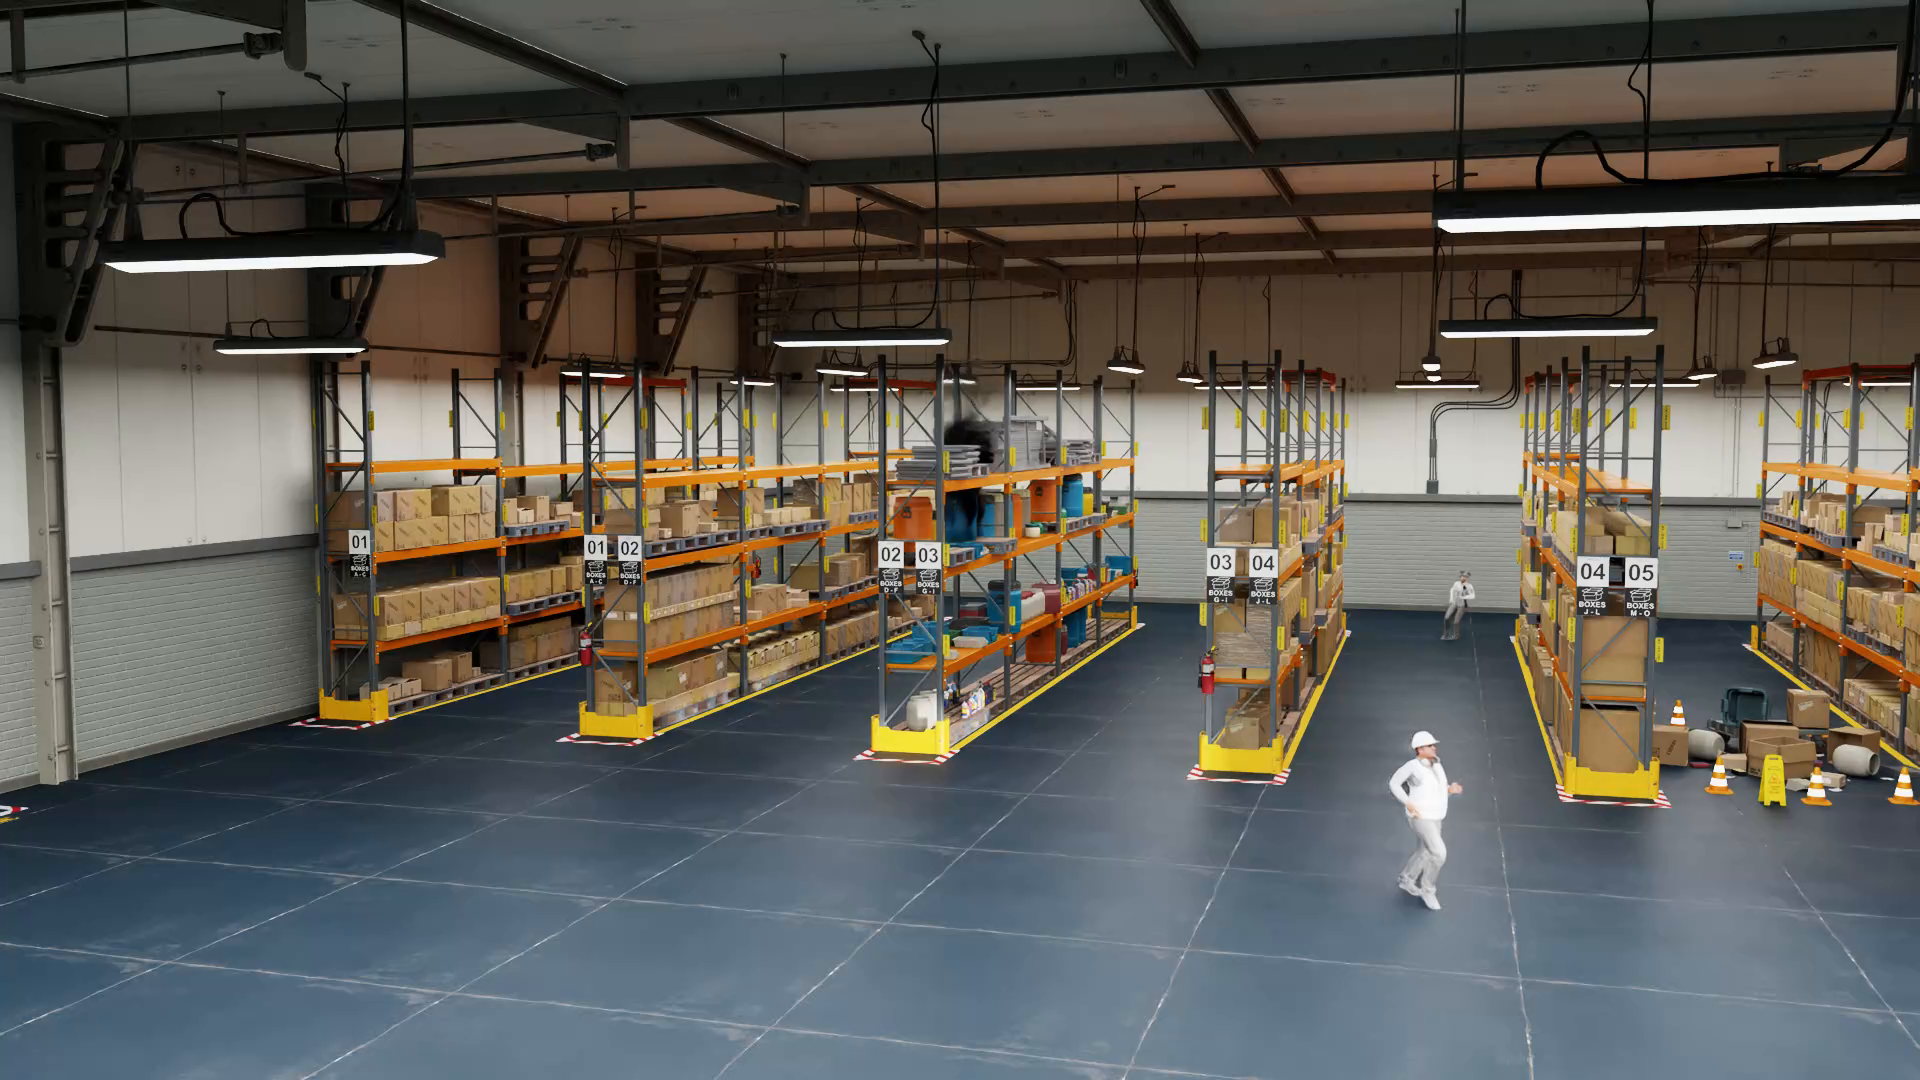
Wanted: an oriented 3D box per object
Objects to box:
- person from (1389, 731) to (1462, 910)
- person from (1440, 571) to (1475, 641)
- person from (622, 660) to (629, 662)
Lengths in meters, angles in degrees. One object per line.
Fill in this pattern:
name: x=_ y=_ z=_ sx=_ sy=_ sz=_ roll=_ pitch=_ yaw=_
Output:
person: x=4.836 y=2.895 z=17.212 sx=0.637 sy=1.824 sz=0.715 roll=-4 pitch=6 yaw=-43
person: x=11.351 y=1.504 z=37.801 sx=0.721 sy=1.646 sz=0.602 roll=4 pitch=5 yaw=42
person: x=-6.036 y=1.934 z=30.473 sx=0.704 sy=1.837 sz=0.830 roll=1 pitch=4 yaw=14
